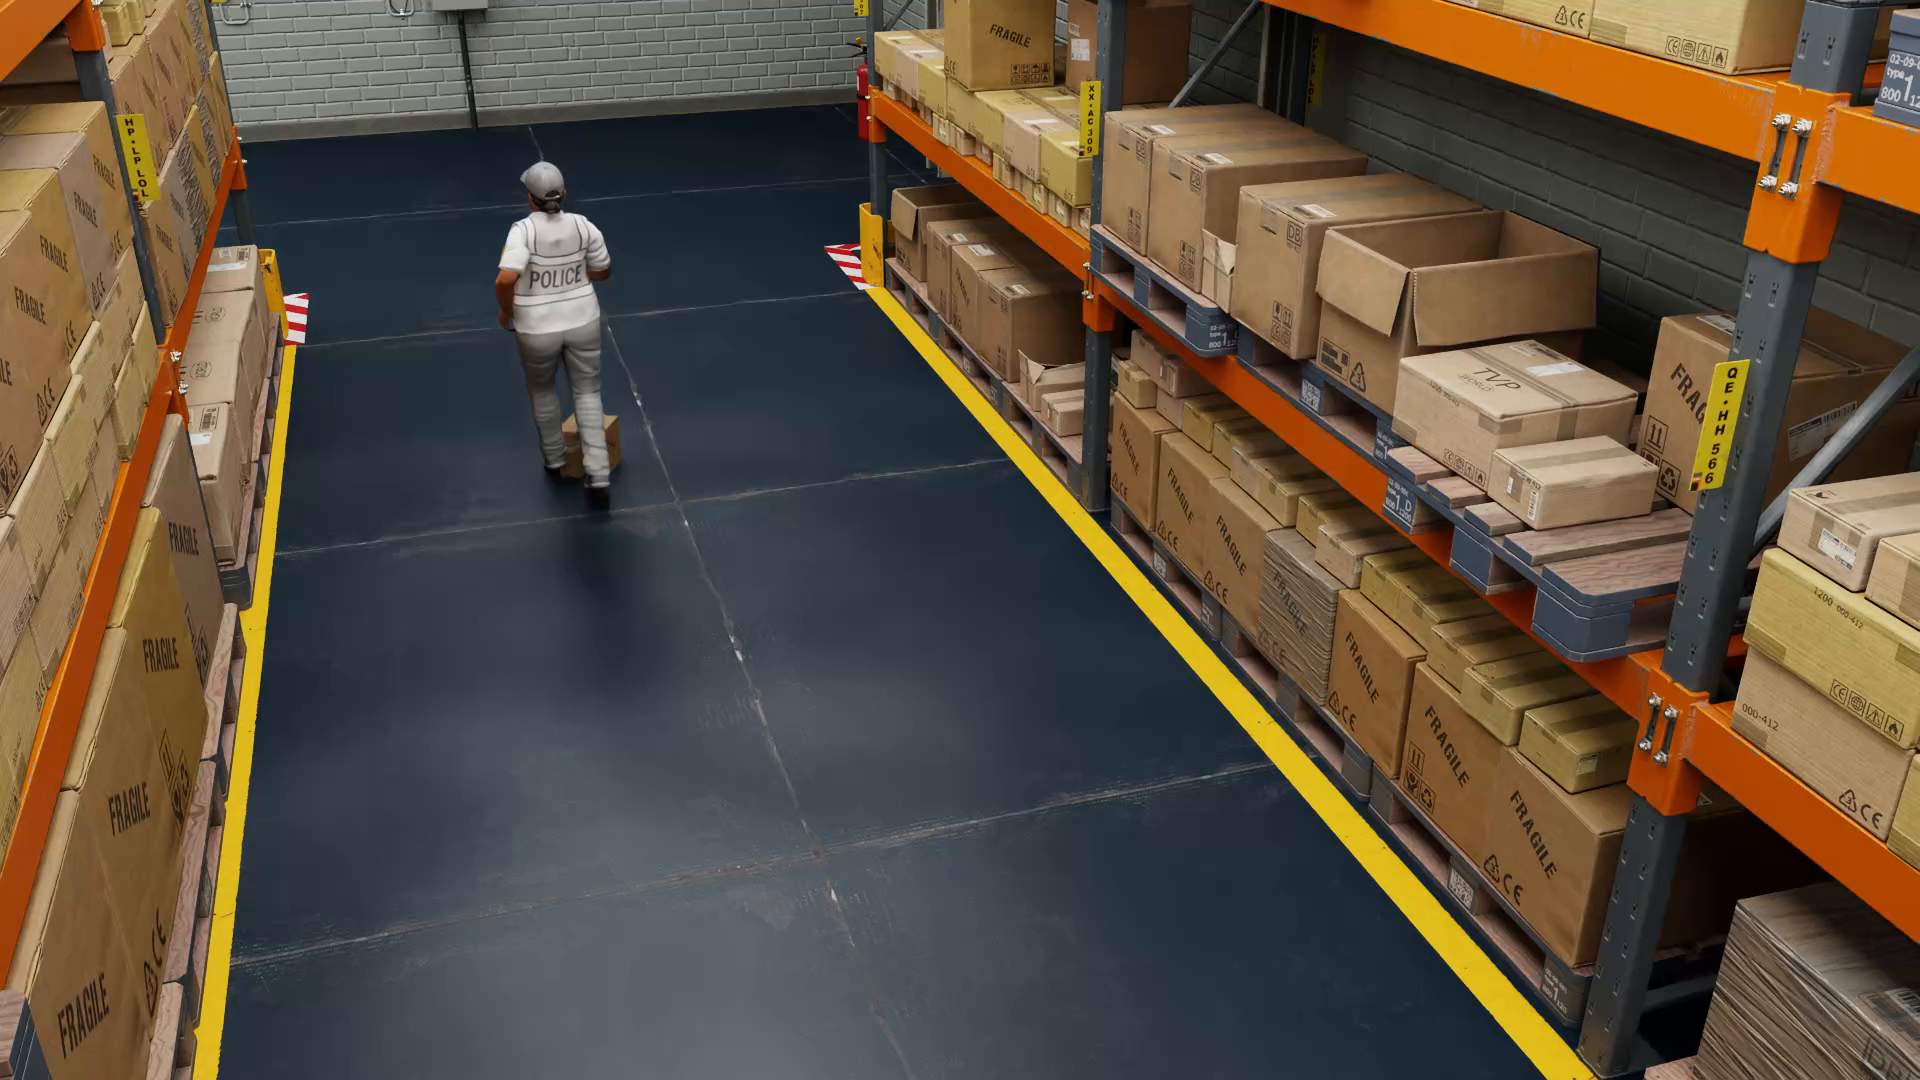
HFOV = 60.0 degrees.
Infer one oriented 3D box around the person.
[{"bbox_3d":[-1.989,-1.030,8.157,0.602,1.680,0.777,-12,29,-22],"label":"person"}]
